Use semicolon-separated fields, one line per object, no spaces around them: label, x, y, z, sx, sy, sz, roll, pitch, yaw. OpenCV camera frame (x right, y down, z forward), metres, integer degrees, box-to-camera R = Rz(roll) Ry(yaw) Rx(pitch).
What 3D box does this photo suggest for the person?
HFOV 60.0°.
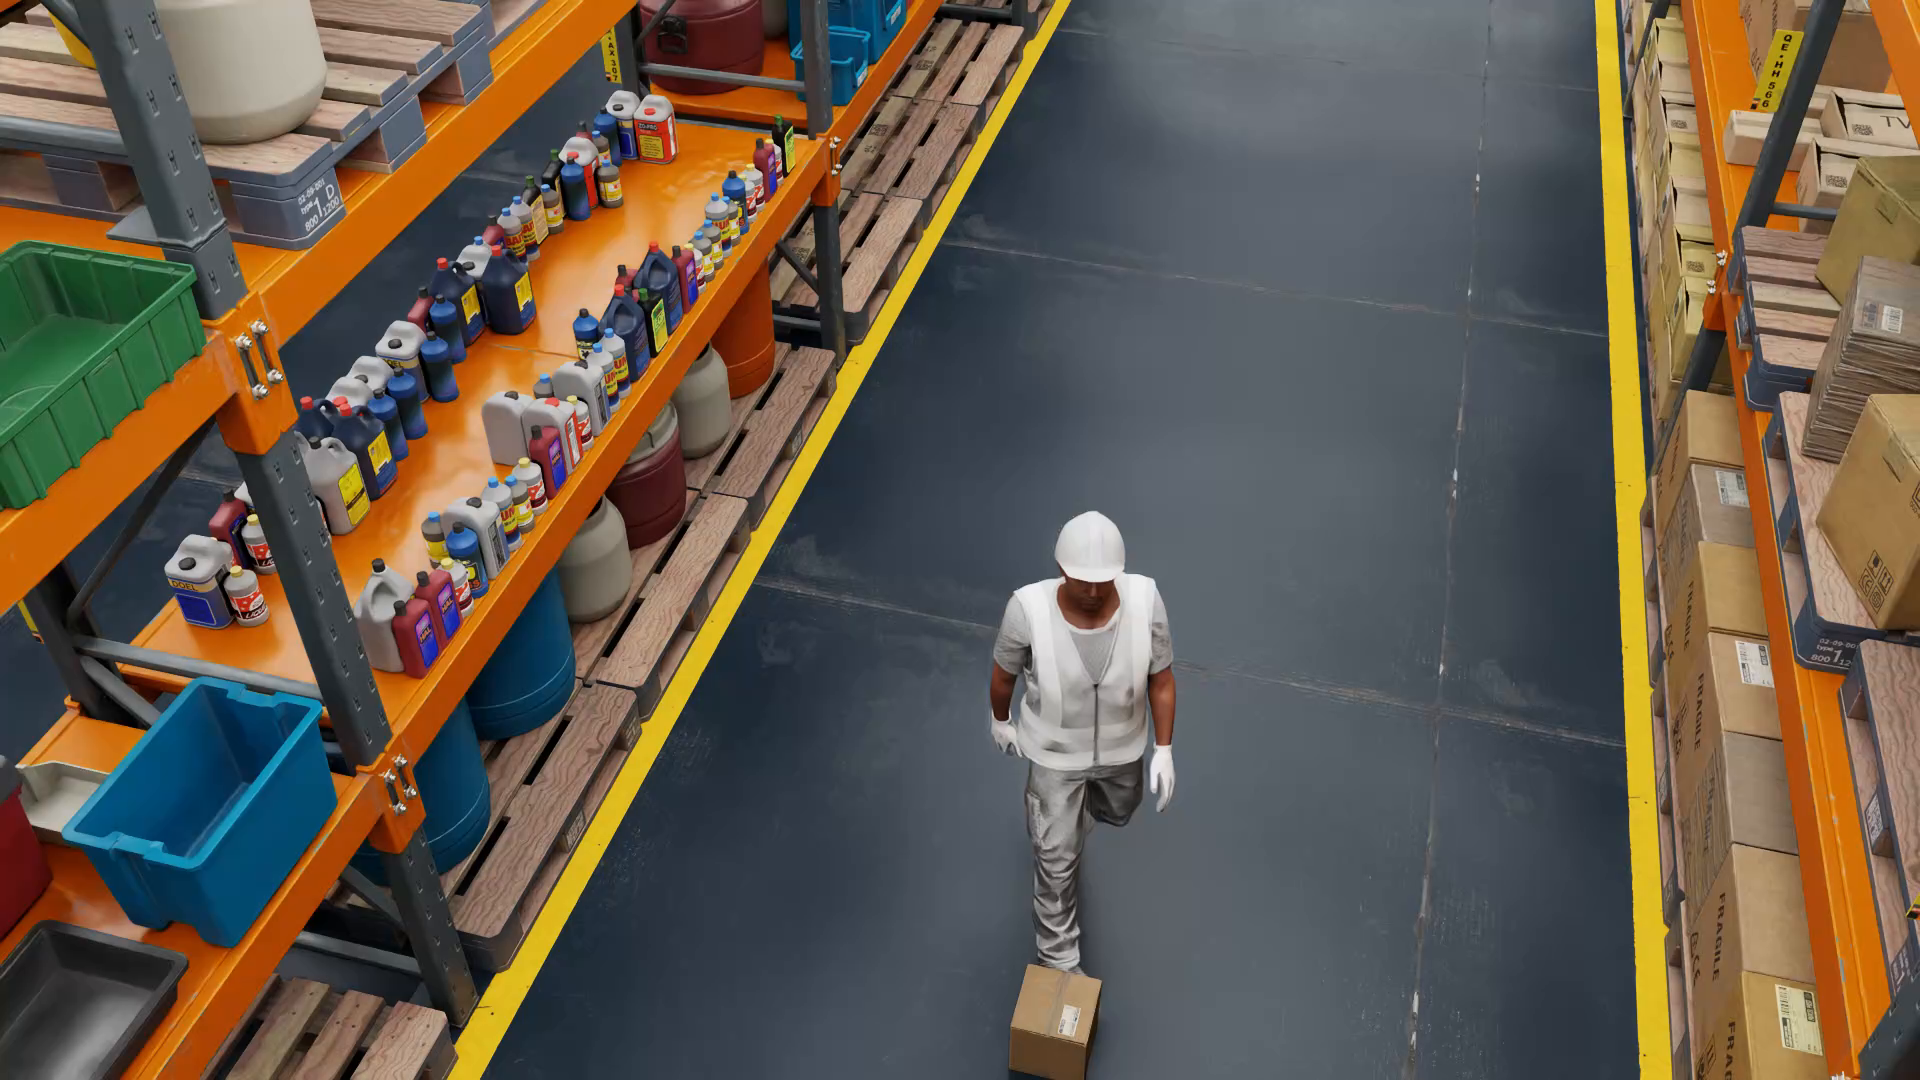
person;0.406;0.653;5.407;0.558;1.756;0.985;-9;41;-10
